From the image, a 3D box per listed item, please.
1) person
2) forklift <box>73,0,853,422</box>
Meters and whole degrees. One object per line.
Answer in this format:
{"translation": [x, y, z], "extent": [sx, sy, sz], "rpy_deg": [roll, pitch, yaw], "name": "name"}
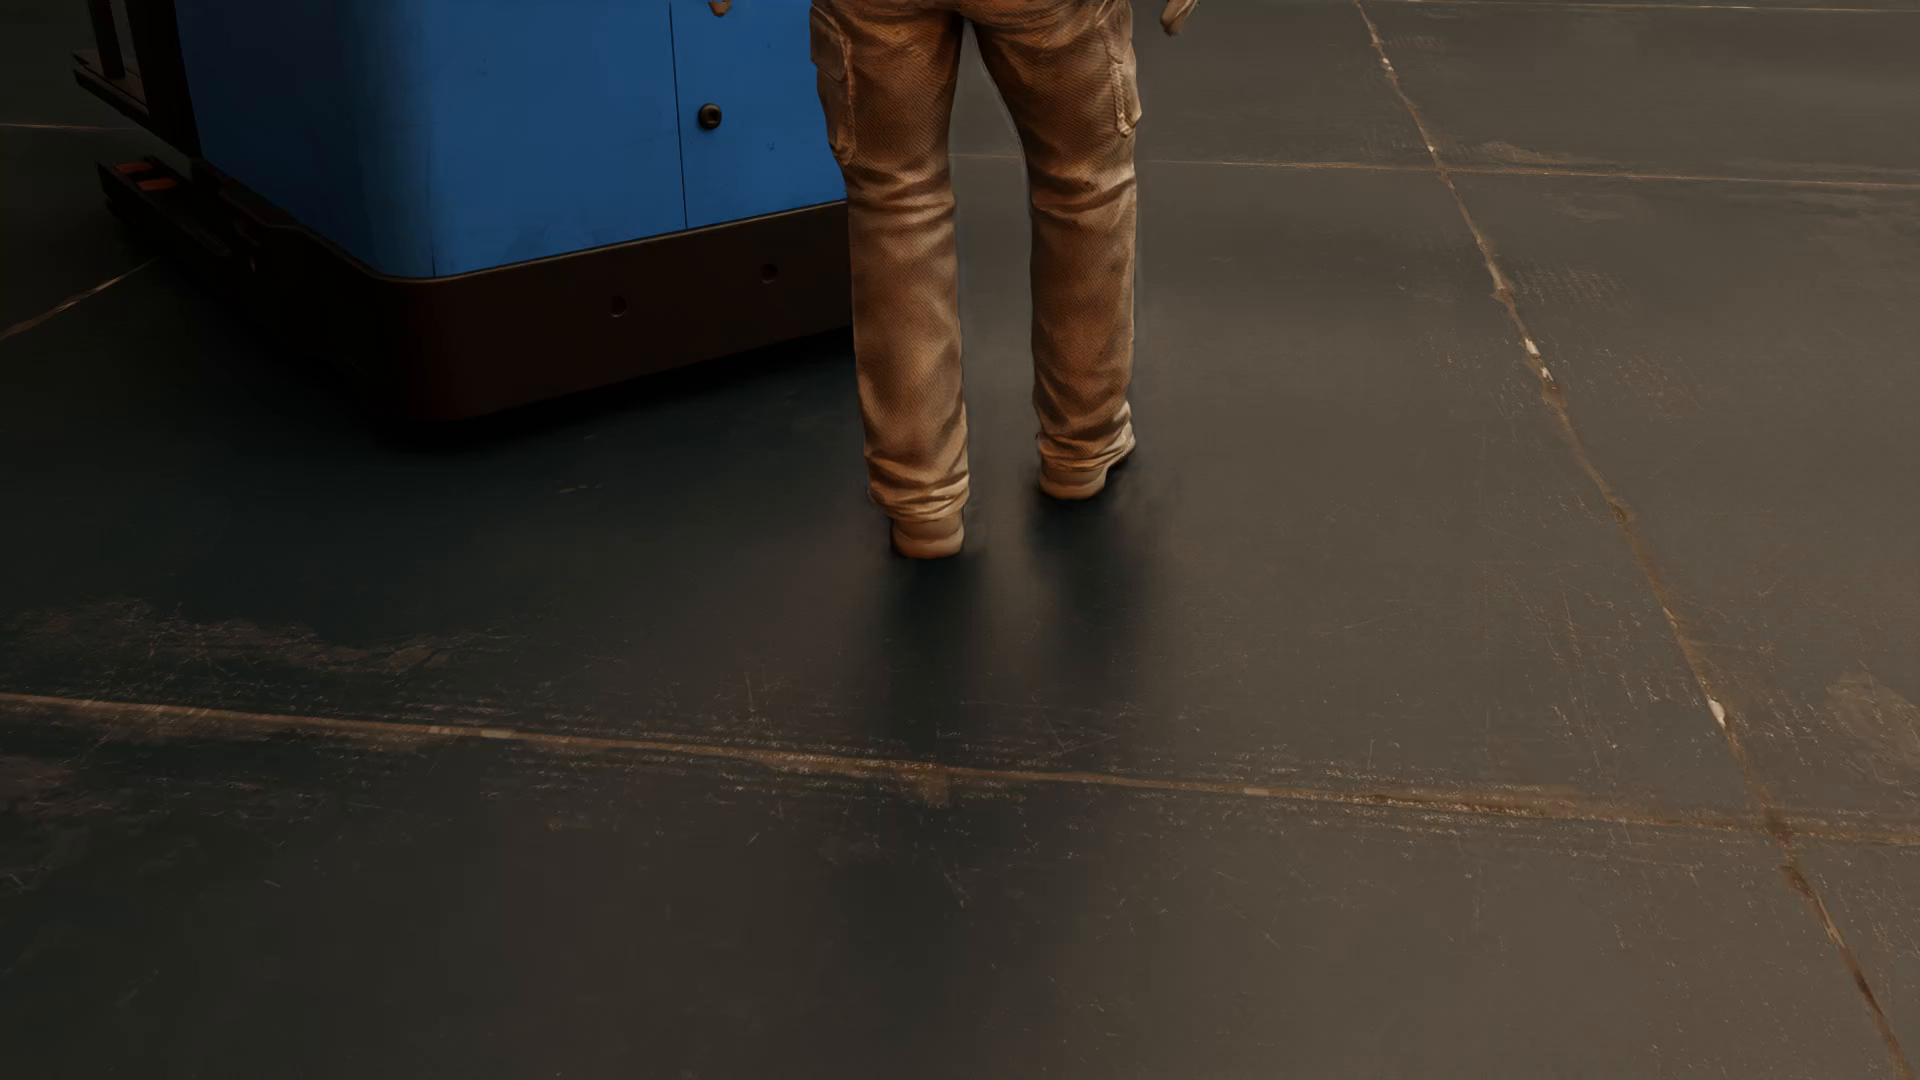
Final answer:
{"translation": [-0.028, -0.864, 2.256], "extent": [0.737, 1.779, 0.563], "rpy_deg": [2, 27, 4], "name": "person"}
{"translation": [-1.393, -2.098, 3.422], "extent": [1.130, 2.935, 3.031], "rpy_deg": [-19, 32, -33], "name": "forklift"}
